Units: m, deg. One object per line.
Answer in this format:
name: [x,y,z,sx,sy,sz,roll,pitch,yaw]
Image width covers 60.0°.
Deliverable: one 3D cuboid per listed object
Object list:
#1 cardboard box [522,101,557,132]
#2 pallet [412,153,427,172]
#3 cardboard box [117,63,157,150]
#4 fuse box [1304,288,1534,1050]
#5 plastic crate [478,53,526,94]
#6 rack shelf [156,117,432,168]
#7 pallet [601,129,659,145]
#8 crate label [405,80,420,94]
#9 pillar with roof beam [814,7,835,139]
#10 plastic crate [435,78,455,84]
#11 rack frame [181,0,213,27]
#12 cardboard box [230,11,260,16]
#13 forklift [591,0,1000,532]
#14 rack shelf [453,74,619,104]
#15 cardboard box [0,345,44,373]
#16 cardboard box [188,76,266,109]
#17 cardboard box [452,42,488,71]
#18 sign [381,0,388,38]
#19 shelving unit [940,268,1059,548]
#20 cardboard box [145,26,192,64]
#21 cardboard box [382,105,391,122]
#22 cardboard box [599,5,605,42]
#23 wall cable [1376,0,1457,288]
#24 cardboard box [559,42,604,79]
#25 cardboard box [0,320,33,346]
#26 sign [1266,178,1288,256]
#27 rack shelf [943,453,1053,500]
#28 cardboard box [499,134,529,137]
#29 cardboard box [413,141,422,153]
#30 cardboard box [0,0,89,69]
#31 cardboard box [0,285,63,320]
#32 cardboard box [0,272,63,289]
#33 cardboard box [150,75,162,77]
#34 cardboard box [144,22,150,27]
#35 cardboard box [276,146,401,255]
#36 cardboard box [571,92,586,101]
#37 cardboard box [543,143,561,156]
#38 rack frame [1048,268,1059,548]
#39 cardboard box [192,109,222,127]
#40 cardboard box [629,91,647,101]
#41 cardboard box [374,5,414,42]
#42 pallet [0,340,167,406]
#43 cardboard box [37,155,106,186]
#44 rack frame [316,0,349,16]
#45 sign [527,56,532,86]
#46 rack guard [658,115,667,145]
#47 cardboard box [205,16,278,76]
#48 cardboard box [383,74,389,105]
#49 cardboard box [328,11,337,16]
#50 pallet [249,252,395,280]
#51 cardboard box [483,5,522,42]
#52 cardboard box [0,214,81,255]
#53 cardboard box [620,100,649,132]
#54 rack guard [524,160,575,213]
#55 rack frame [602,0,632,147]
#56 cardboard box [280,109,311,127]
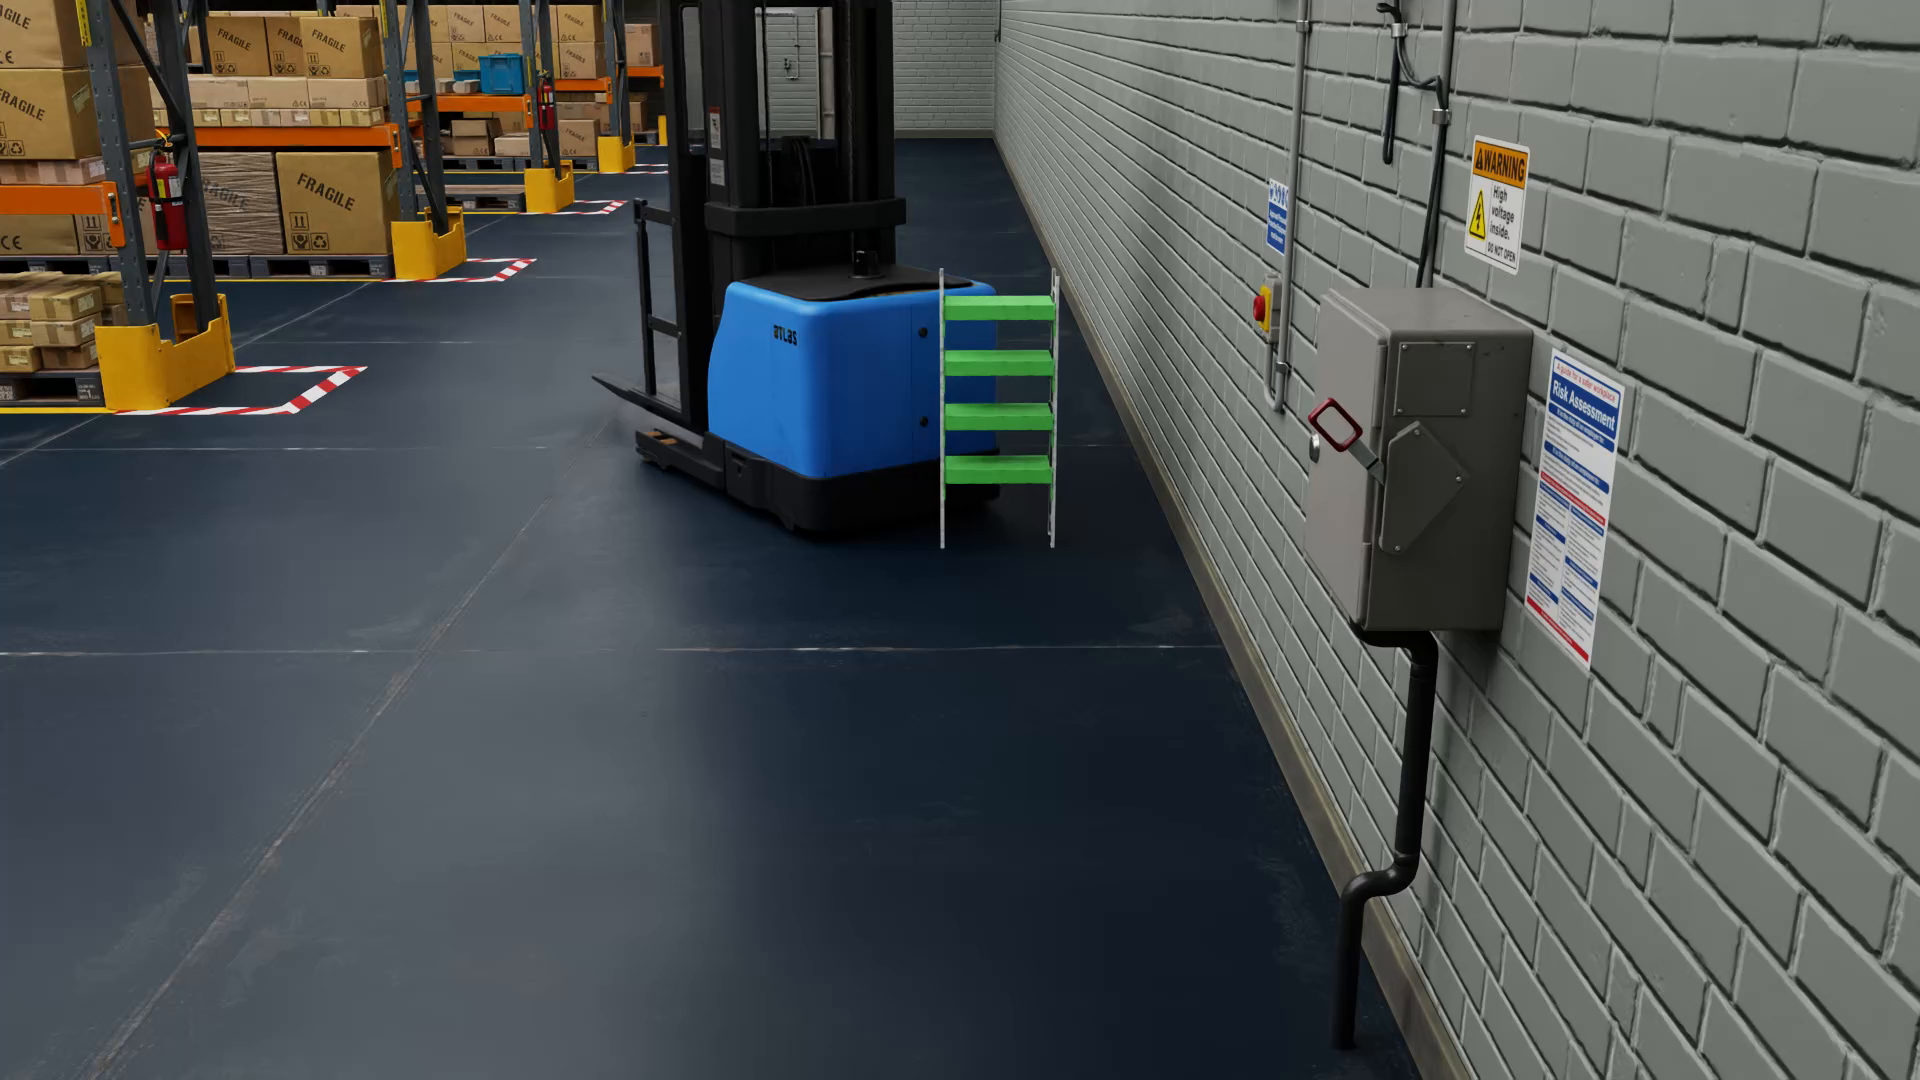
cardboard box: [-7.297,-7.396,29.022,0.500,0.500,0.700,0,18,0]
pallet: [-8.293,-5.573,24.500,1.213,0.211,1.003,0,18,-1]
cardboard box: [-5.304,-2.648,10.165,0.500,0.500,0.500,1,18,2]
fuse box: [0.853,0.357,3.559,0.414,1.711,0.539,0,18,-1]
plastic crate: [-5.238,-5.391,19.211,0.499,0.435,0.616,0,18,-1]
rack shelf: [-6.828,-3.539,14.773,4.000,0.370,1.077,0,18,-1]
pallet: [-5.861,-7.075,29.180,1.213,0.211,1.003,0,18,-1]
crate label: [-6.287,-5.242,19.237,0.243,0.136,0.396,0,18,-1]
pillar with roof beam: [-2.309,-10.249,24.690,0.400,9.000,9.100,0,18,-1]
plastic crate: [-6.158,-5.427,19.813,0.298,0.136,0.250,0,18,-1]
rack frame: [-13.061,-8.392,28.721,0.127,3.000,1.000,0,18,-1]
cardboard box: [-12.066,-8.874,28.313,0.500,0.250,0.500,-1,18,-2]
forklift: [-1.049,-1.827,8.370,1.130,2.935,3.031,-12,21,-32]
rack shelf: [-6.980,-6.565,24.204,4.000,0.370,1.077,0,18,-1]
cardboard box: [-5.629,-1.120,10.034,0.250,0.149,0.380,0,18,1]
cardboard box: [-6.324,-3.874,14.395,0.500,0.250,0.500,-1,18,-3]
cardboard box: [-6.946,-6.873,23.823,0.500,0.500,0.500,-1,18,-2]
sign: [-4.833,-4.390,13.963,0.005,0.325,0.100,0,18,-1]
shelving unit: [0.166,-0.572,7.291,0.503,1.200,0.258,0,18,-1]
cardboard box: [-11.434,-7.110,23.874,0.500,0.500,0.700,3,18,10]
cardboard box: [-5.188,-3.871,15.040,0.250,0.149,0.380,0,18,0]
cardboard box: [-5.428,-7.519,24.201,0.500,0.500,0.500,0,18,1]
wall cable: [1.000,-0.950,3.859,0.122,1.984,0.588,0,18,-1]
cardboard box: [-5.424,-6.880,23.843,0.500,0.500,0.500,0,18,1]
cardboard box: [-5.636,-1.286,10.063,0.250,0.149,0.380,-1,18,-2]
sign: [1.027,-1.043,5.370,0.001,0.218,0.327,0,18,-1]
rack shelf: [0.165,-0.283,7.384,0.480,0.148,0.258,0,18,-1]
cardboard box: [-6.529,-5.897,24.724,0.500,0.250,0.500,0,18,-1]
cardboard box: [-8.041,-5.859,24.774,0.250,0.149,0.380,0,18,-1]
cardboard box: [-5.304,-2.963,9.512,0.500,0.500,0.500,-1,18,-2]
cardboard box: [-5.628,-1.438,10.051,0.250,0.149,0.380,0,18,0]
cardboard box: [-5.908,-1.603,10.565,0.250,0.149,0.380,0,18,-1]
cardboard box: [-7.362,-4.031,14.885,0.500,0.250,0.500,0,18,0]
cardboard box: [-14.090,-8.632,28.587,0.500,0.500,0.700,-2,18,-6]
cardboard box: [-5.467,-3.052,14.867,0.875,0.875,0.875,0,18,-1]
cardboard box: [-6.650,-7.771,29.130,0.250,0.149,0.380,0,18,0]
cardboard box: [-5.927,-5.725,24.327,0.250,0.166,0.380,0,18,-1]
rack frame: [0.409,-0.573,7.295,0.015,1.200,0.240,0,18,-1]
cardboard box: [-6.459,-3.663,14.391,0.250,0.149,0.380,0,18,-1]
cardboard box: [-5.639,-7.776,29.146,0.250,0.149,0.380,0,18,0]
cardboard box: [-7.989,-7.341,23.644,0.500,0.500,0.500,-1,18,-3]
pallet: [-5.739,-1.055,10.415,1.213,0.211,1.003,0,18,-1]
cardboard box: [-5.172,-2.169,9.733,0.250,0.149,0.380,0,18,-1]
rack frame: [-8.980,-6.898,24.064,0.127,3.000,1.000,0,18,-1]
sign: [-4.881,-5.314,18.860,0.005,0.325,0.100,0,18,-1]
rack guard: [-5.038,-7.240,29.223,0.348,0.500,1.175,0,18,-1]
cardboard box: [-6.330,-4.392,14.785,0.500,0.500,0.500,-1,18,-2]
cardboard box: [-5.312,-4.042,14.920,0.500,0.250,0.500,-1,18,-2]
cardboard box: [-10.546,-8.884,28.346,0.500,0.250,0.500,0,18,0]
pallet: [-5.626,-2.536,15.032,1.213,0.211,1.003,0,18,-1]
cardboard box: [-6.445,-7.348,23.667,0.500,0.500,0.500,0,18,1]
cardboard box: [-8.166,-3.039,14.827,0.875,0.875,0.875,0,18,-1]
cardboard box: [-5.761,-7.406,29.053,0.500,0.500,0.700,0,18,-1]
rack guard: [-4.882,-4.218,19.803,0.348,0.500,1.175,0,18,-1]
rack frame: [-4.981,-6.917,24.125,0.127,3.000,1.000,0,18,-1]
cardboard box: [-5.691,-3.667,14.404,0.250,0.149,0.380,0,18,-1]
